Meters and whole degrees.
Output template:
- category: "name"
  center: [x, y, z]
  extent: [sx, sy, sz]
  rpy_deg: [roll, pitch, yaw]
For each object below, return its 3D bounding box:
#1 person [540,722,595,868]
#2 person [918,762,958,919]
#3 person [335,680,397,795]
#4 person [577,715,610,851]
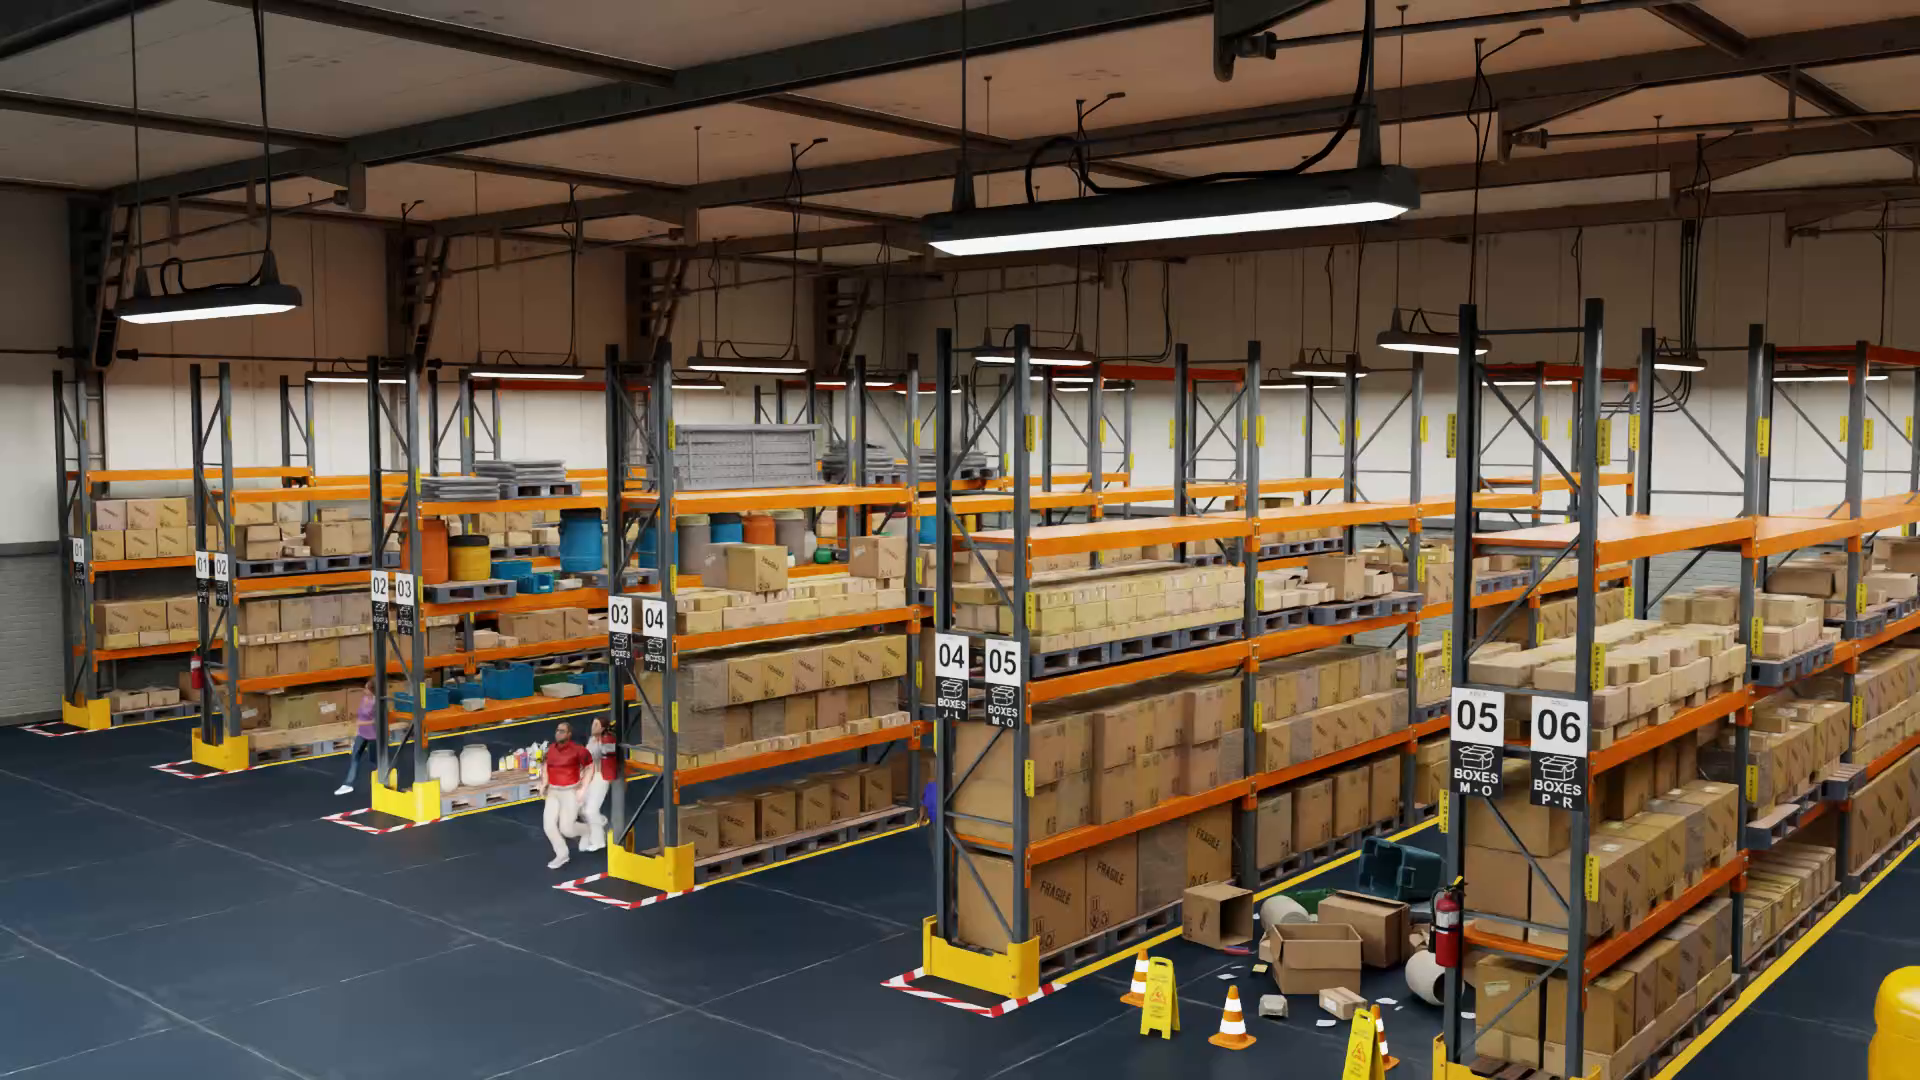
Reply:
- category: "person"
  center: [-4.562, 2.940, 19.344]
  extent: [0.690, 1.678, 0.587]
  rpy_deg: [2, 4, 23]
- category: "person"
  center: [-0.179, 3.102, 17.307]
  extent: [0.564, 1.660, 0.675]
  rpy_deg: [3, 5, 33]
- category: "person"
  center: [-8.110, 2.740, 22.879]
  extent: [0.569, 1.448, 0.930]
  rpy_deg: [3, 5, 33]
- category: "person"
  center: [-4.385, 2.913, 19.938]
  extent: [0.542, 1.619, 0.520]
  rpy_deg: [3, 5, 38]
